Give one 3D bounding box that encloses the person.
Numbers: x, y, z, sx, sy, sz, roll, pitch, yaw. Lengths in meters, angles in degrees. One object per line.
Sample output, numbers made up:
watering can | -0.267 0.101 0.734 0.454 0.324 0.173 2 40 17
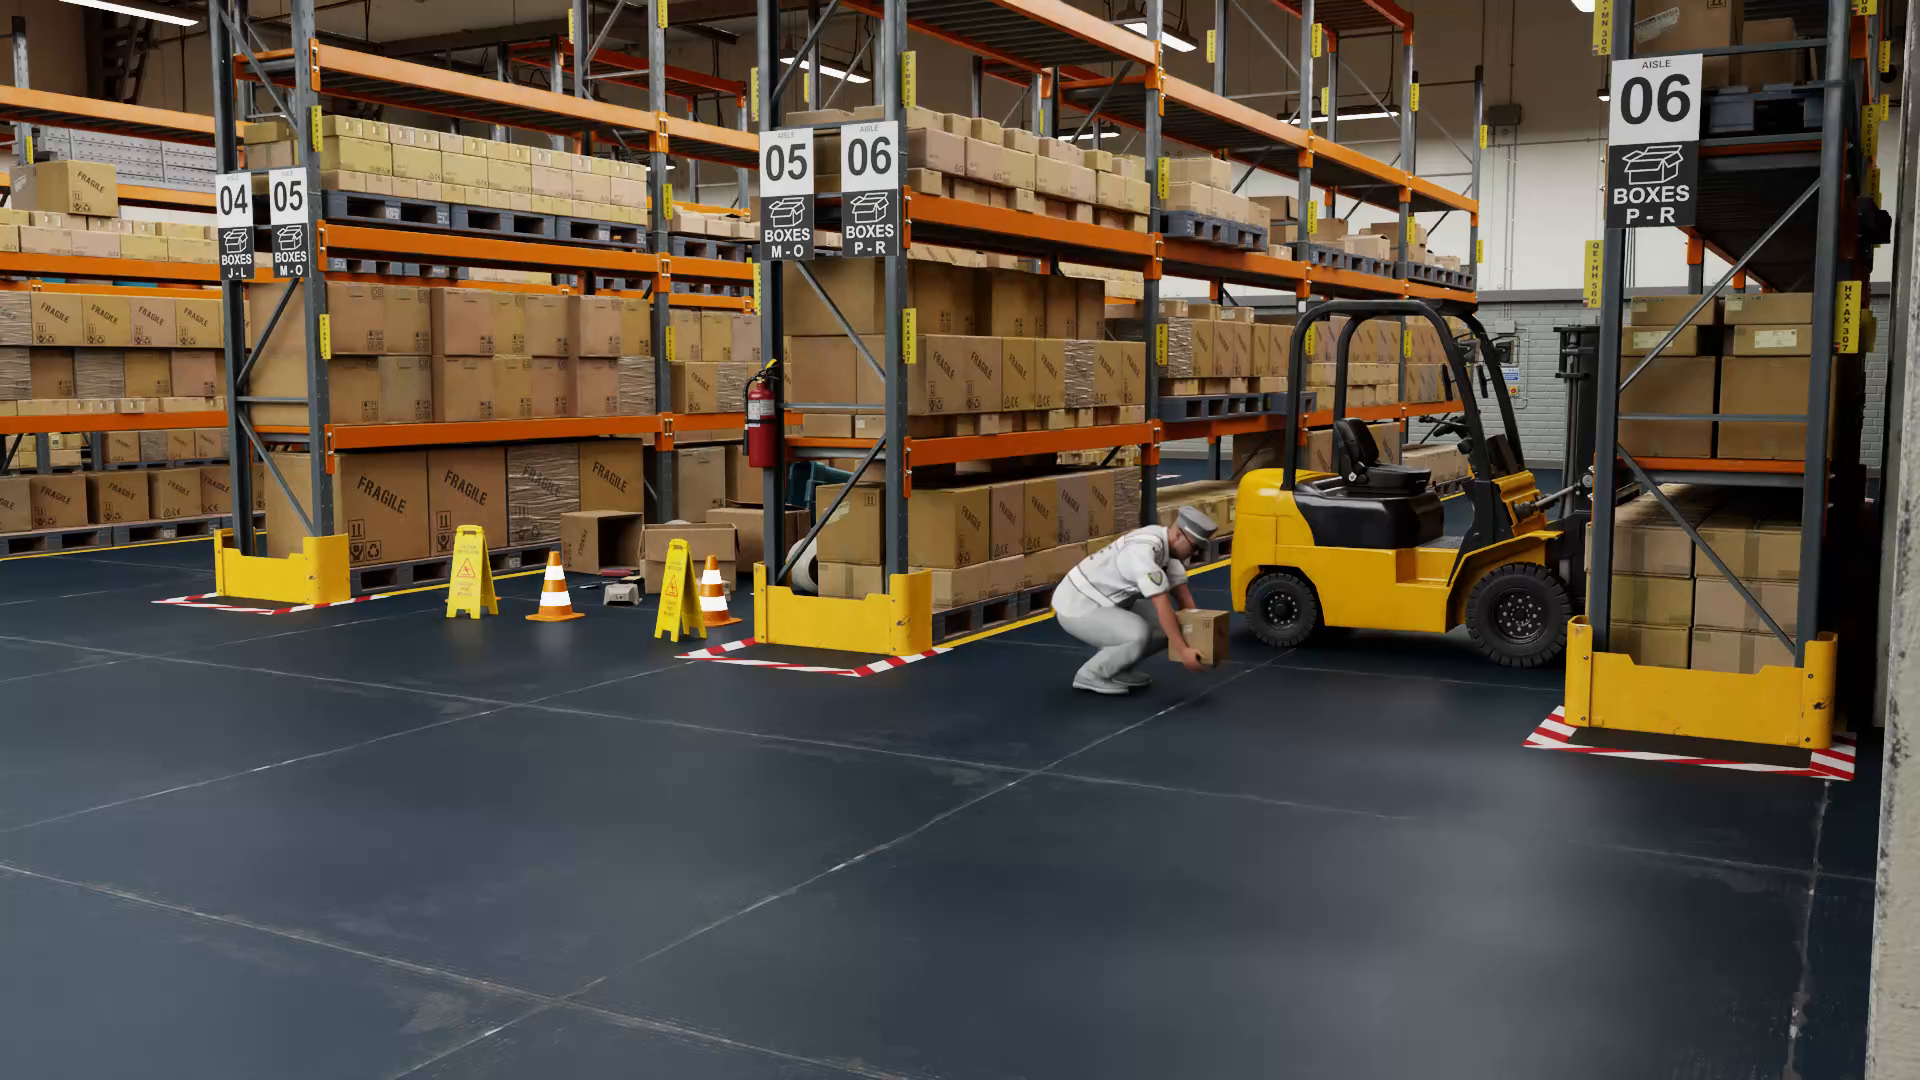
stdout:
person | 0.962 0.317 8.996 0.916 1.022 0.538 3 7 27
